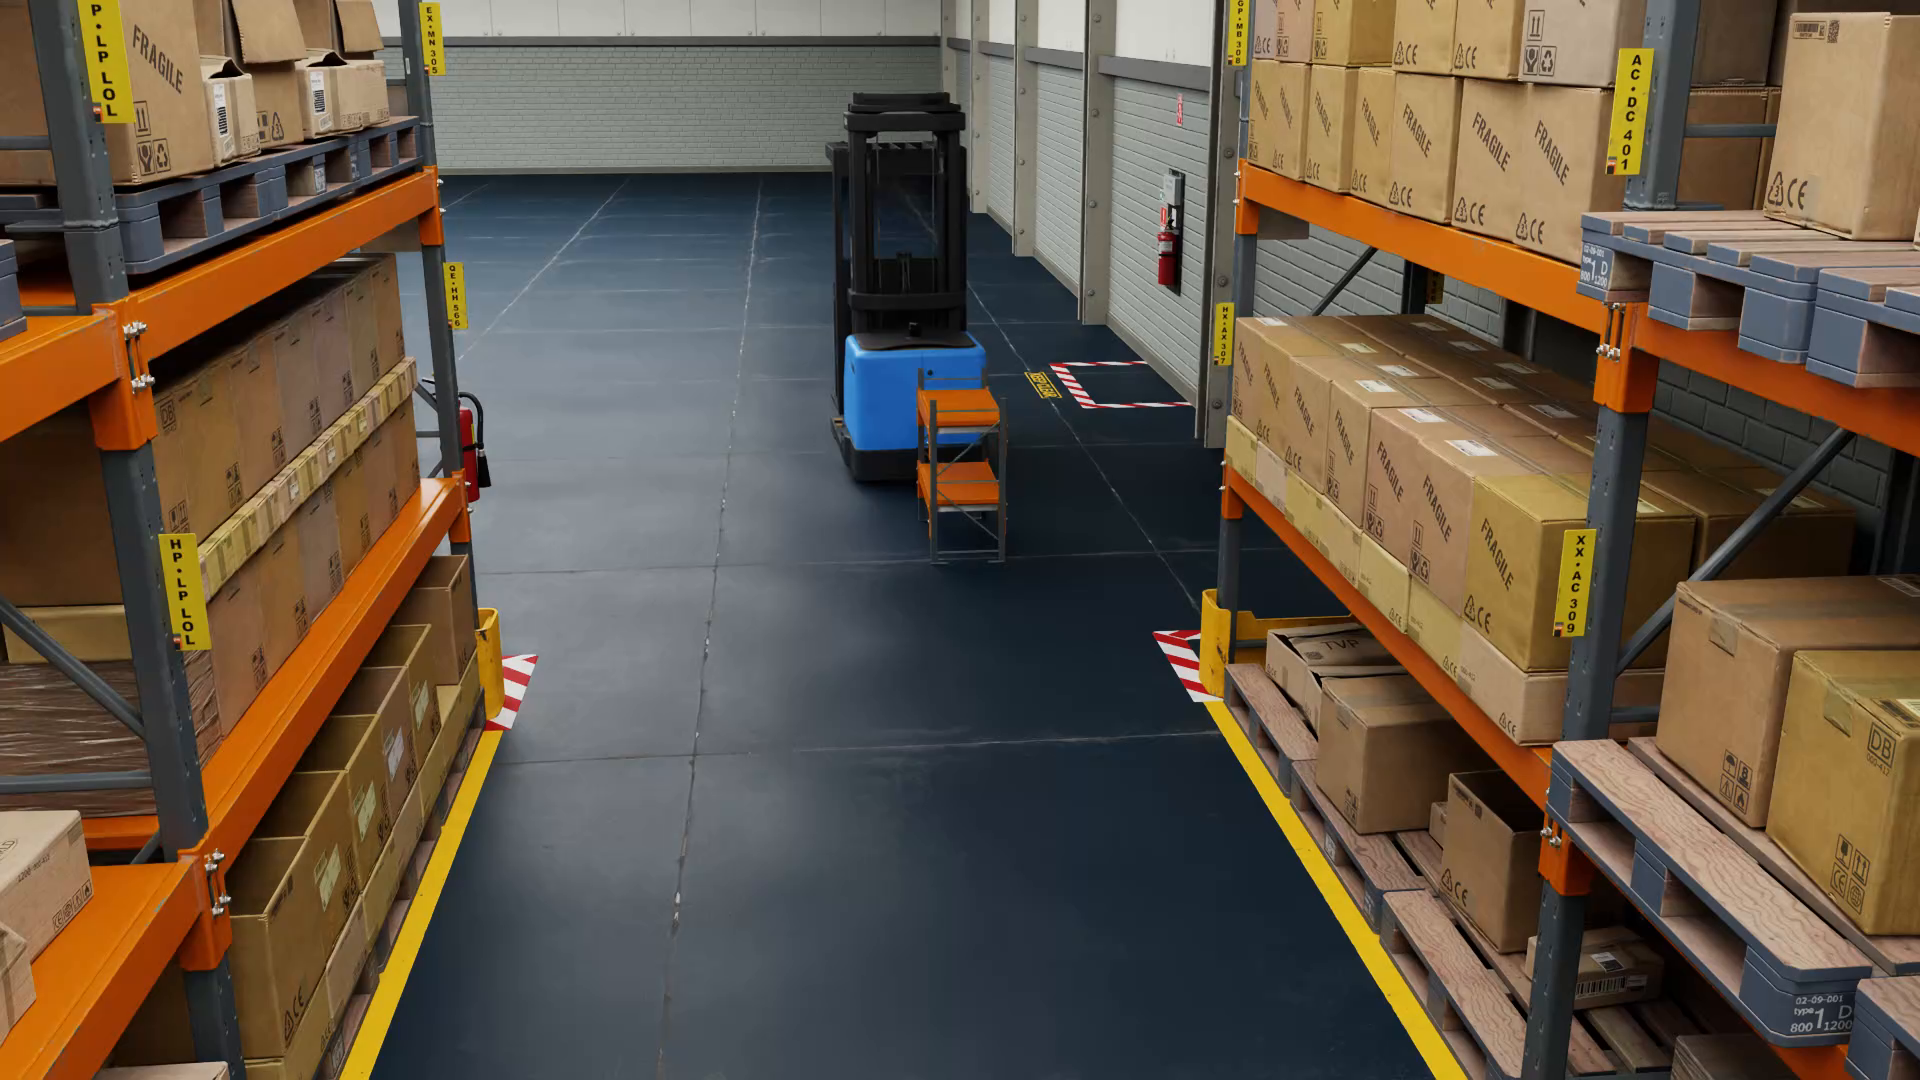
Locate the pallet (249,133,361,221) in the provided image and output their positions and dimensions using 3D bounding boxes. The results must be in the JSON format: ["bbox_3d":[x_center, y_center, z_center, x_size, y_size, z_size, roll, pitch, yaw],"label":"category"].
[{"bbox_3d":[-2.839,-1.330,6.047,1.003,0.211,1.213,-2,18,-6],"label":"pallet"}]

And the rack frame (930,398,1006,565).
[{"bbox_3d":[0.053,-0.383,11.020,0.500,1.125,0.032,-2,18,-6],"label":"rack frame"}]

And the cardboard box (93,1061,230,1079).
[{"bbox_3d":[-2.276,1.630,4.430,0.500,0.311,0.500,-2,18,-6],"label":"cardboard box"}]

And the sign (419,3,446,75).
[{"bbox_3d":[-2.474,-2.346,7.787,0.100,0.325,0.005,-2,18,-6],"label":"sign"}]

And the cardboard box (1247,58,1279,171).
[{"bbox_3d":[1.697,-2.052,7.999,0.500,0.500,0.500,-1,17,-4],"label":"cardboard box"}]

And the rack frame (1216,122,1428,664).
[{"bbox_3d":[1.912,-0.671,8.808,1.000,3.000,0.127,-2,18,-6],"label":"rack frame"}]

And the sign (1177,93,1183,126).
[{"bbox_3d":[2.107,-4.126,15.942,0.001,0.298,0.199,-2,18,-6],"label":"sign"}]

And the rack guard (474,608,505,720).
[{"bbox_3d":[-3.018,0.668,8.714,1.175,0.500,0.348,-2,18,-6],"label":"rack guard"}]

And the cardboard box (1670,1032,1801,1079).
[{"bbox_3d":[2.417,1.722,4.624,0.700,0.500,0.500,-1,17,-4],"label":"cardboard box"}]

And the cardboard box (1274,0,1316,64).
[{"bbox_3d":[1.711,-2.364,7.321,0.500,0.500,0.500,-2,18,-6],"label":"cardboard box"}]

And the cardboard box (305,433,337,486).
[{"bbox_3d":[-2.624,-0.304,6.389,0.380,0.149,0.250,-2,18,-6],"label":"cardboard box"}]

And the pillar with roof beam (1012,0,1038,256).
[{"bbox_3d":[-3.294,-8.582,23.989,9.100,9.000,0.400,-2,18,-6],"label":"pillar with roof beam"}]

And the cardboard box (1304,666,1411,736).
[{"bbox_3d":[1.952,0.780,7.938,0.500,0.311,0.500,0,17,-1],"label":"cardboard box"}]

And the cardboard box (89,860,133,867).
[{"bbox_3d":[-2.908,1.147,5.652,0.500,0.500,0.500,-2,18,-6],"label":"cardboard box"}]

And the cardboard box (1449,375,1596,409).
[{"bbox_3d":[2.323,-0.379,6.842,0.500,0.500,0.500,-2,17,-5],"label":"cardboard box"}]

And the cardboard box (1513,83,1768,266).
[{"bbox_3d":[2.026,-1.112,5.002,0.500,0.500,0.500,-1,17,-4],"label":"cardboard box"}]

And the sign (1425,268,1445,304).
[{"bbox_3d":[2.466,-1.386,8.623,0.100,0.325,0.005,-2,18,-6],"label":"sign"}]

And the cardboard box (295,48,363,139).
[{"bbox_3d":[-2.577,-1.672,6.203,0.500,0.311,0.500,0,17,1],"label":"cardboard box"}]

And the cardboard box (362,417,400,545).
[{"bbox_3d":[-2.921,-0.269,7.360,0.700,0.500,0.500,-1,17,-4],"label":"cardboard box"}]

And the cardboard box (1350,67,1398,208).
[{"bbox_3d":[1.851,-1.578,6.487,0.500,0.500,0.500,-1,17,-2],"label":"cardboard box"}]

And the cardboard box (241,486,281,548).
[{"bbox_3d":[-2.544,-0.073,5.652,0.380,0.149,0.250,-2,18,-7],"label":"cardboard box"}]

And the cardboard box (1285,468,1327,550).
[{"bbox_3d":[1.760,-0.148,7.358,0.500,0.250,0.500,-2,18,-7],"label":"cardboard box"}]

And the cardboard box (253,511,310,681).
[{"bbox_3d":[-2.763,0.188,5.903,0.700,0.500,0.500,-2,17,-5],"label":"cardboard box"}]

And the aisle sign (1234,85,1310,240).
[{"bbox_3d":[1.606,-1.924,8.457,0.394,0.787,0.004,-2,18,-6],"label":"aisle sign"}]

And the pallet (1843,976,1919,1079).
[{"bbox_3d":[2.492,1.215,3.119,1.003,0.211,1.213,-2,18,-6],"label":"pallet"}]

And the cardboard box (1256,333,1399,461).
[{"bbox_3d":[1.703,-0.668,7.763,0.500,0.500,0.500,-2,18,-5],"label":"cardboard box"}]

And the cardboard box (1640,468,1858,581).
[{"bbox_3d":[2.483,0.078,5.386,0.500,0.500,0.500,-2,18,-7],"label":"cardboard box"}]

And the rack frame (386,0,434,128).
[{"bbox_3d":[-3.015,-3.380,7.418,1.000,3.000,0.127,-2,18,-6],"label":"rack frame"}]

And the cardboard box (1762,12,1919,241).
[{"bbox_3d":[2.301,-0.994,3.958,0.500,0.500,0.500,1,17,2],"label":"cardboard box"}]

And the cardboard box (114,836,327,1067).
[{"bbox_3d":[-2.339,1.280,5.229,0.500,0.500,0.500,-2,18,-6],"label":"cardboard box"}]

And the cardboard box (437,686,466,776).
[{"bbox_3d":[-2.603,0.893,7.713,0.500,0.250,0.500,-2,18,-6],"label":"cardboard box"}]

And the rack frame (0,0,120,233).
[{"bbox_3d":[-2.603,-2.188,3.622,1.000,3.000,0.127,-2,18,-6],"label":"rack frame"}]

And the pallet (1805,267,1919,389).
[{"bbox_3d":[2.392,-0.325,3.011,1.213,0.211,1.003,-2,18,-6],"label":"pallet"}]

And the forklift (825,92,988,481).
[{"bbox_3d":[-0.530,-2.257,13.972,1.130,2.935,3.031,-3,18,-9],"label":"forklift"}]

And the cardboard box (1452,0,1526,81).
[{"bbox_3d":[1.935,-1.750,5.366,0.500,0.500,0.500,-1,17,-3],"label":"cardboard box"}]

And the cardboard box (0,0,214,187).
[{"bbox_3d":[-2.392,-1.230,4.477,0.500,0.500,0.500,0,17,-1],"label":"cardboard box"}]

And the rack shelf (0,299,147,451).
[{"bbox_3d":[-2.396,0.182,2.282,1.077,0.370,4.000,-2,18,-6],"label":"rack shelf"}]

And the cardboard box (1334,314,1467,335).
[{"bbox_3d":[2.172,-0.833,8.289,0.500,0.500,0.500,-2,18,-6],"label":"cardboard box"}]

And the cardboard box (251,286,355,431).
[{"bbox_3d":[-2.862,-0.722,6.636,0.700,0.500,0.500,-2,18,-5],"label":"cardboard box"}]

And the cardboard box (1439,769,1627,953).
[{"bbox_3d":[2.177,1.195,6.302,0.500,0.500,0.500,-3,18,-10],"label":"cardboard box"}]

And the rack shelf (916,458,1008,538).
[{"bbox_3d":[0.001,-0.301,11.575,0.538,0.278,1.000,-2,18,-6],"label":"rack shelf"}]

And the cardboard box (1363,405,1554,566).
[{"bbox_3d":[1.869,-0.206,6.289,0.500,0.500,0.500,-2,18,-7],"label":"cardboard box"}]

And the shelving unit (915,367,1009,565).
[{"bbox_3d":[0.001,-0.535,11.502,0.538,1.125,1.048,-2,18,-6],"label":"shelving unit"}]

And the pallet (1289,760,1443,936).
[{"bbox_3d":[2.091,1.287,7.224,1.003,0.211,1.213,-2,18,-6],"label":"pallet"}]

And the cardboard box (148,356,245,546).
[{"bbox_3d":[-2.708,-0.275,5.212,0.700,0.500,0.500,-2,18,-6],"label":"cardboard box"}]

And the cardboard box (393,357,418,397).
[{"bbox_3d":[-2.786,-0.767,7.861,0.380,0.149,0.250,-2,18,-7],"label":"cardboard box"}]

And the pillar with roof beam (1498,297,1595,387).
[{"bbox_3d":[-1.438,-3.219,6.907,9.100,9.000,0.400,-2,18,-6],"label":"pillar with roof beam"}]

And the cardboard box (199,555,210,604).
[{"bbox_3d":[-2.464,0.156,4.921,0.380,0.149,0.250,-2,17,-5],"label":"cardboard box"}]

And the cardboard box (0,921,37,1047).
[{"bbox_3d":[-2.329,0.995,3.725,0.396,0.266,0.258,-2,18,-7],"label":"cardboard box"}]

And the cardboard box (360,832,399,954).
[{"bbox_3d":[-2.442,1.340,6.290,0.500,0.250,0.500,-2,18,-6],"label":"cardboard box"}]

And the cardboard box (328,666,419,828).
[{"bbox_3d":[-2.496,0.833,6.652,0.500,0.500,0.500,-2,18,-6],"label":"cardboard box"}]

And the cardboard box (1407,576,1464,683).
[{"bbox_3d":[1.931,0.302,5.925,0.500,0.250,0.500,-2,18,-5],"label":"cardboard box"}]

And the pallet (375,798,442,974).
[{"bbox_3d":[-2.772,1.402,6.858,1.003,0.211,1.213,-2,18,-6],"label":"pallet"}]

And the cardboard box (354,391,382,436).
[{"bbox_3d":[-2.708,-0.537,7.131,0.380,0.149,0.250,-2,17,-5],"label":"cardboard box"}]

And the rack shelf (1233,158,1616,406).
[{"bbox_3d":[2.118,-1.163,6.569,1.077,0.370,4.000,-2,18,-6],"label":"rack shelf"}]

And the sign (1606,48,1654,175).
[{"bbox_3d":[1.785,-1.138,4.425,0.100,0.325,0.005,-2,18,-6],"label":"sign"}]
